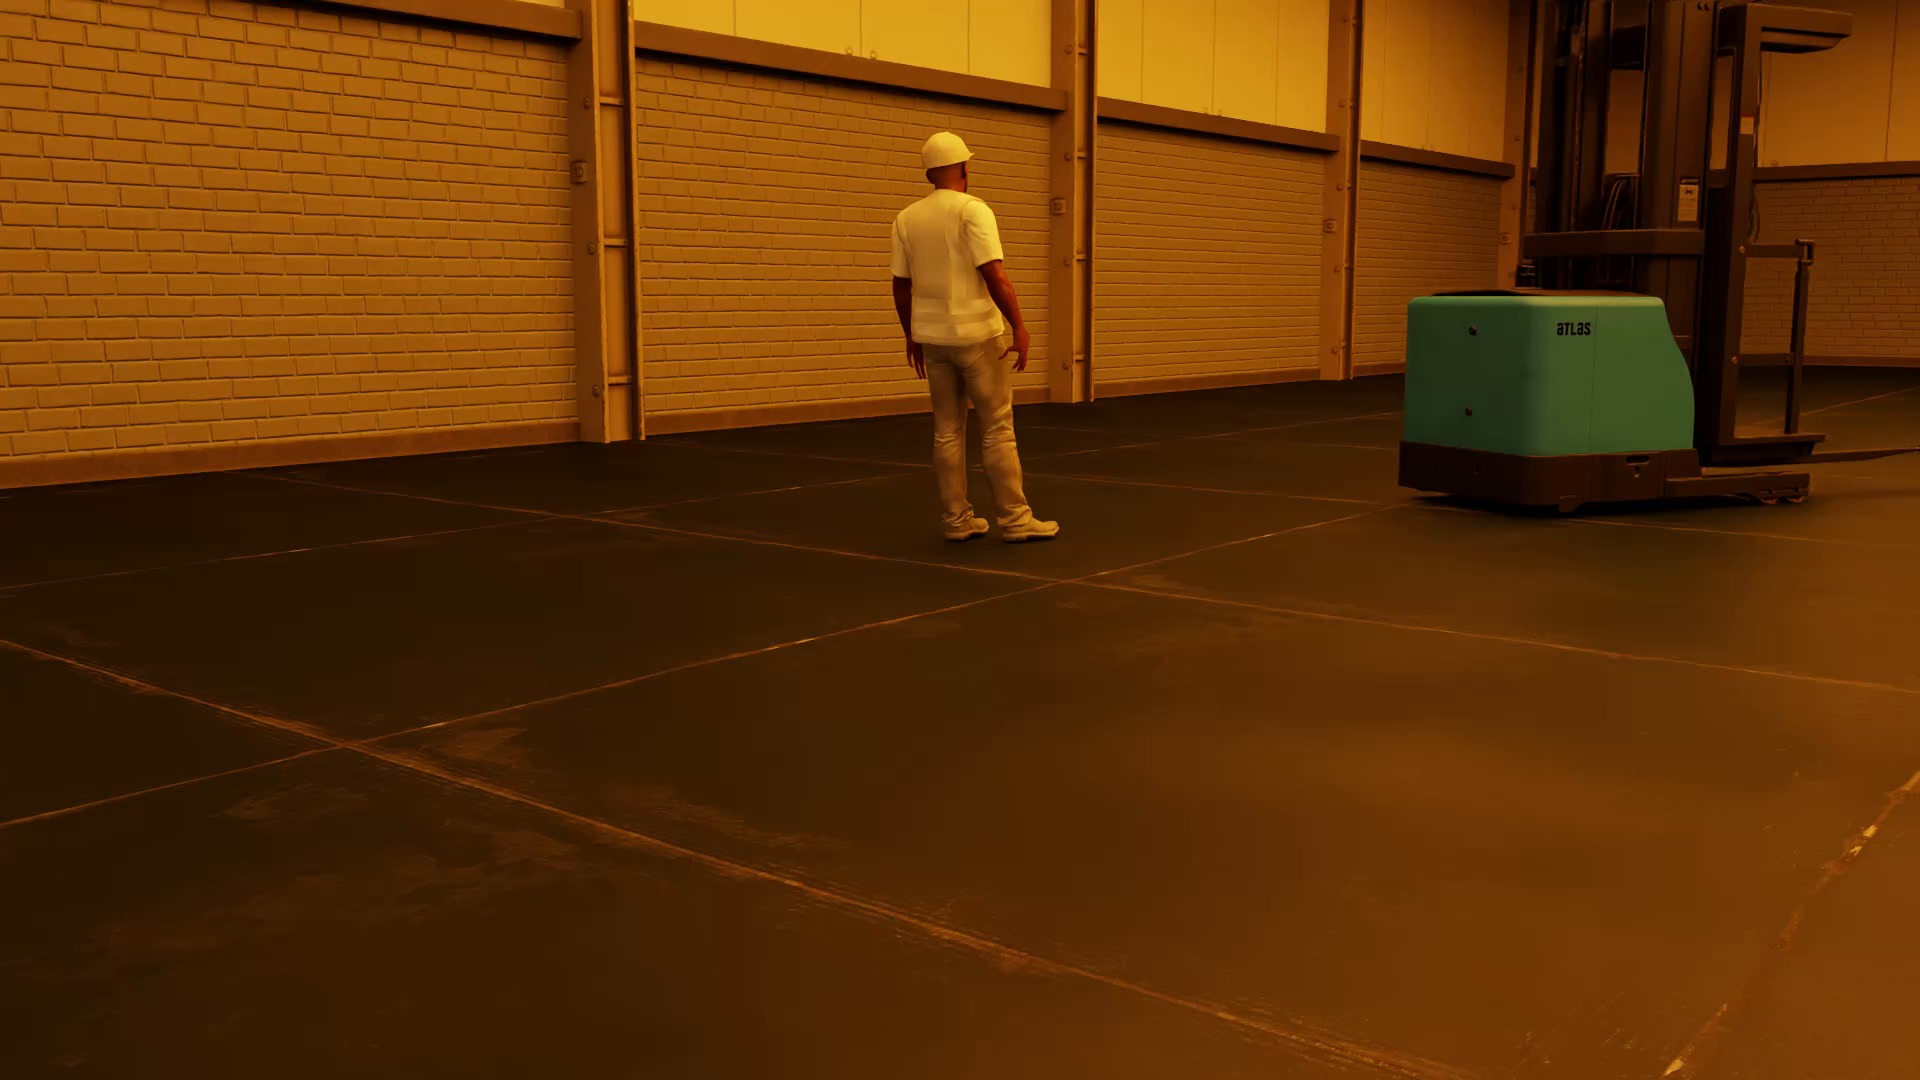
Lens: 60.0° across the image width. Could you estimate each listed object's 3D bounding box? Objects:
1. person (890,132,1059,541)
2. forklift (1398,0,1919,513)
[{"bbox_3d":[0.049,-0.888,7.327,0.665,1.768,0.575,7,11,38],"label":"person"},{"bbox_3d":[3.908,-1.698,8.888,3.031,2.935,1.130,-4,9,-24],"label":"forklift"}]
